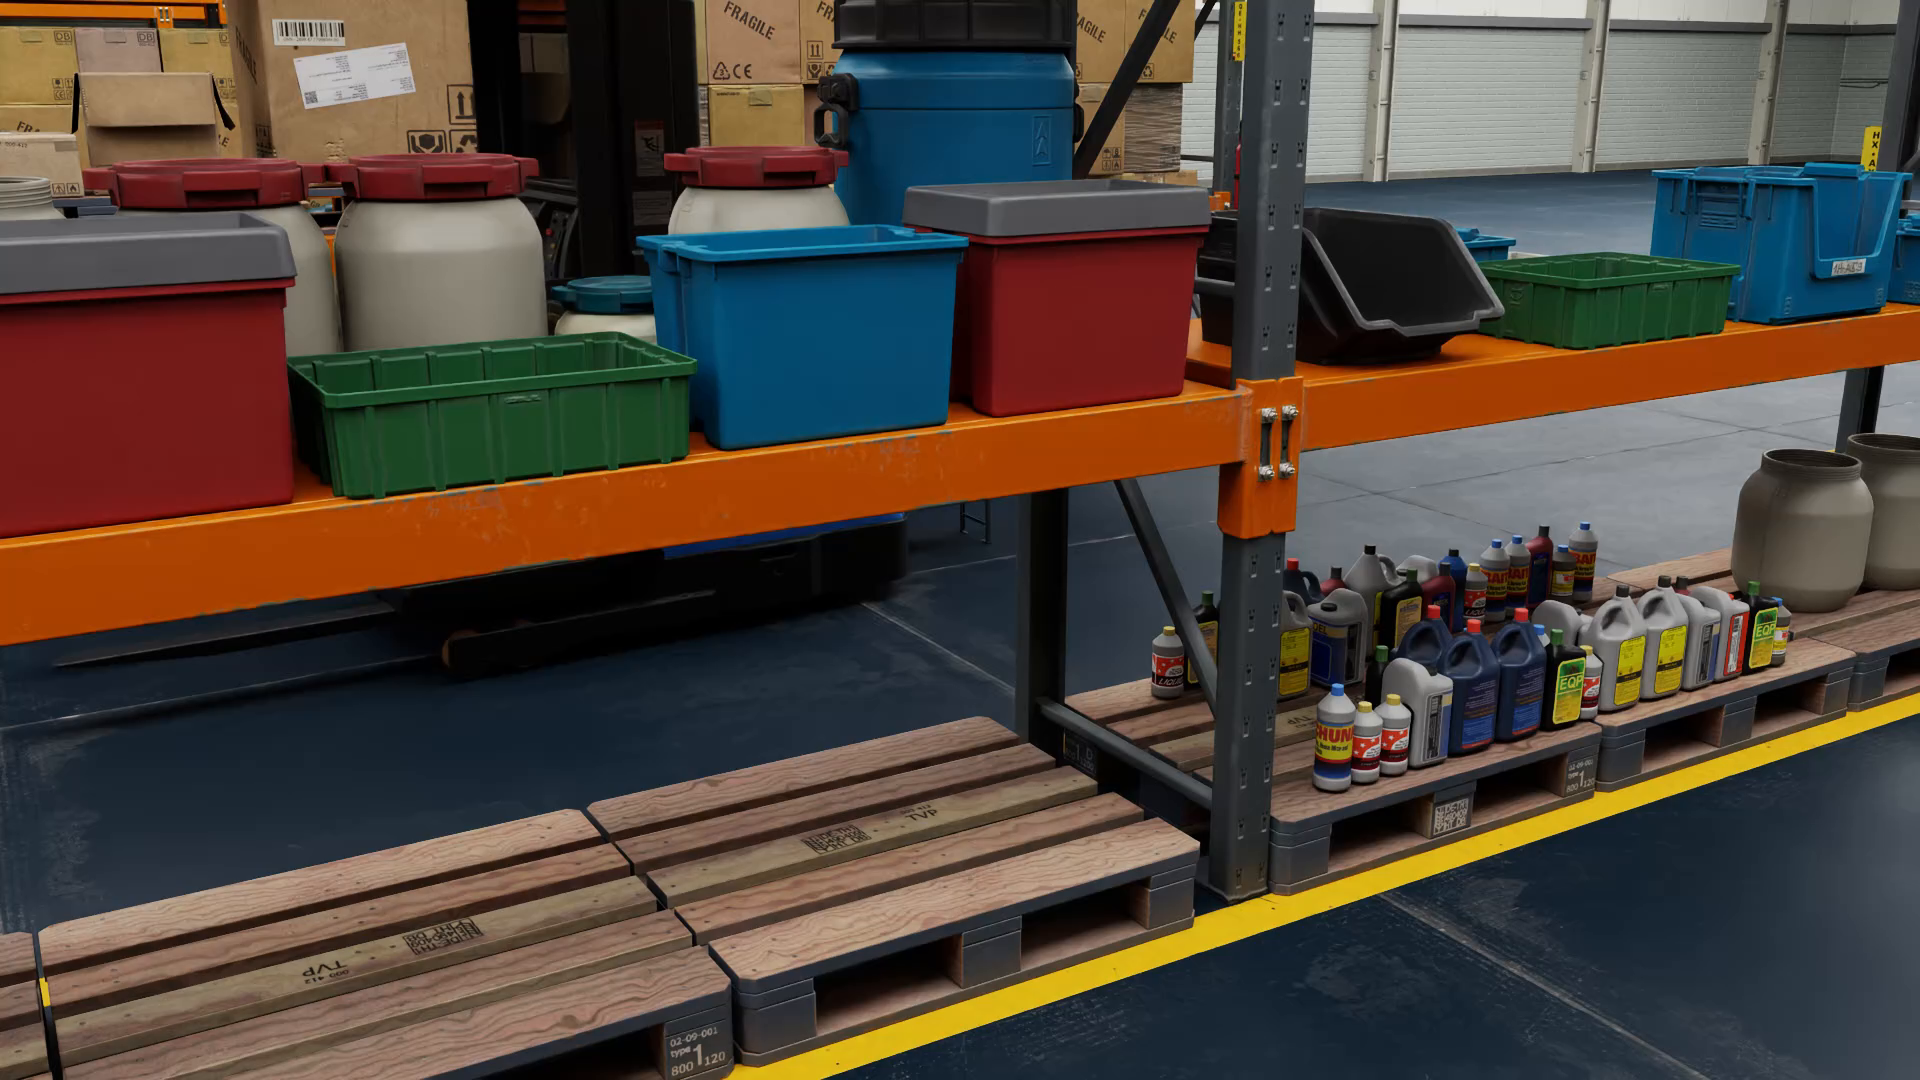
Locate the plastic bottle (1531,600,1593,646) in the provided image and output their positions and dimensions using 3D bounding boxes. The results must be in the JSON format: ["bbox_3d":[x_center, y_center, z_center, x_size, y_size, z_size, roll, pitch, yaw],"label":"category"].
[{"bbox_3d":[1.803,0.312,4.971,0.135,0.276,0.152,-9,18,-30],"label":"plastic bottle"}]

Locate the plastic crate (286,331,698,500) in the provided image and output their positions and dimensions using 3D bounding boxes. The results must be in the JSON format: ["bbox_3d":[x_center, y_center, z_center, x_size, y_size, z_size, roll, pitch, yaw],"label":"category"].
[{"bbox_3d":[-0.879,-0.246,3.123,0.662,0.188,0.450,-9,18,-30],"label":"plastic crate"}]

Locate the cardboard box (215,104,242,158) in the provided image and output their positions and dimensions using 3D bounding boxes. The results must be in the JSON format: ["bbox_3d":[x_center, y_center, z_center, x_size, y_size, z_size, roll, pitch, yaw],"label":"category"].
[{"bbox_3d":[-5.293,-2.807,11.679,0.500,0.500,0.500,-9,18,-30],"label":"cardboard box"}]

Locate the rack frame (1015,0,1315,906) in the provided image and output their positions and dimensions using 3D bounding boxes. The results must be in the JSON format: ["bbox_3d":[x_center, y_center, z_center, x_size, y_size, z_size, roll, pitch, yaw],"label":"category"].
[{"bbox_3d":[0.469,-0.655,4.191,0.127,3.000,1.000,-9,18,-30],"label":"rack frame"}]

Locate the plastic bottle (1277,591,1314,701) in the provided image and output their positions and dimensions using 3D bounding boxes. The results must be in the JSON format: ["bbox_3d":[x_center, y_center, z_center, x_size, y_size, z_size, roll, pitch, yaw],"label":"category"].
[{"bbox_3d":[0.947,0.285,4.927,0.185,0.351,0.144,-9,18,-30],"label":"plastic bottle"}]

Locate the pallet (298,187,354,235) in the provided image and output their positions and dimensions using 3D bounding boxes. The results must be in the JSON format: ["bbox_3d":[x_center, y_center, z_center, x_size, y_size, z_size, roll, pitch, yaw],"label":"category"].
[{"bbox_3d":[-2.812,-1.636,8.046,1.213,0.211,1.003,-9,18,-30],"label":"pallet"}]

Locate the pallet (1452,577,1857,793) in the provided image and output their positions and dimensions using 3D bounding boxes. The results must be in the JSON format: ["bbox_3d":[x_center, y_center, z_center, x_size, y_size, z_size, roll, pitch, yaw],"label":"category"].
[{"bbox_3d":[2.113,0.433,5.475,1.213,0.211,1.003,-9,18,-30],"label":"pallet"}]

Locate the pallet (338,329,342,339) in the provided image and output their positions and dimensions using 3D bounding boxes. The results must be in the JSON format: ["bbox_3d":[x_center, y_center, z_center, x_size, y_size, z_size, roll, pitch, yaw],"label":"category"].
[{"bbox_3d":[-5.172,-1.496,12.354,1.213,0.211,1.003,-9,18,-30],"label":"pallet"}]

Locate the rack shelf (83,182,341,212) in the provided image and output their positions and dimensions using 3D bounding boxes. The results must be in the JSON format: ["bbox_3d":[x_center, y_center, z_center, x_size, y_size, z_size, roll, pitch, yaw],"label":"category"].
[{"bbox_3d":[-6.264,-2.339,11.528,4.000,0.370,1.077,-9,18,-30],"label":"rack shelf"}]

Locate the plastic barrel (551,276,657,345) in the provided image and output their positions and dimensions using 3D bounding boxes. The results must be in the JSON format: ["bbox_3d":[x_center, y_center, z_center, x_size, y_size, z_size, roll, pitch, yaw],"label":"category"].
[{"bbox_3d":[-0.745,-0.440,3.680,0.301,0.262,0.301,0,16,0],"label":"plastic barrel"}]

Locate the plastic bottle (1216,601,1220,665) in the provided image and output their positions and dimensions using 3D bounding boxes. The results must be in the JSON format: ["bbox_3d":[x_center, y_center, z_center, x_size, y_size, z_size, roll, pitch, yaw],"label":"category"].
[{"bbox_3d":[0.872,0.252,5.046,0.185,0.351,0.144,-10,18,-31],"label":"plastic bottle"}]

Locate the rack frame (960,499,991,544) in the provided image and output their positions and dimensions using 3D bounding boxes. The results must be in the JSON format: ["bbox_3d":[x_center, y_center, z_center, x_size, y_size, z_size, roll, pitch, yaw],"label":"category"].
[{"bbox_3d":[0.067,-0.589,7.287,0.015,1.200,0.240,-9,18,-30],"label":"rack frame"}]

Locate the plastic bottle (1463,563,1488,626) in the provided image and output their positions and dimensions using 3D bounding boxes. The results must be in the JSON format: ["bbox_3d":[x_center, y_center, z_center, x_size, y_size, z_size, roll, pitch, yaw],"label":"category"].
[{"bbox_3d":[1.718,0.179,5.582,0.097,0.201,0.097,0,16,0],"label":"plastic bottle"}]

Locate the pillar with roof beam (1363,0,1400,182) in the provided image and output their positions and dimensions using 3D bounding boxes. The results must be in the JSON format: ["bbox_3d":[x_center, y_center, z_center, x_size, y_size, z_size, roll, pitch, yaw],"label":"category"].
[{"bbox_3d":[10.269,-10.305,27.498,0.400,9.000,9.100,-9,18,-30],"label":"pillar with roof beam"}]

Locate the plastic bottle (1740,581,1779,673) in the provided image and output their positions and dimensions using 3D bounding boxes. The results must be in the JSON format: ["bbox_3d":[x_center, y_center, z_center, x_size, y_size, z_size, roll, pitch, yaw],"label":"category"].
[{"bbox_3d":[2.458,0.262,5.136,0.133,0.283,0.061,-9,18,-28],"label":"plastic bottle"}]

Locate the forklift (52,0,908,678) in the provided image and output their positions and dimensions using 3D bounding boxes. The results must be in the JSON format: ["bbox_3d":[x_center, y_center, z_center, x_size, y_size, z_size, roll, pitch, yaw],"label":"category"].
[{"bbox_3d":[-1.725,-1.098,5.896,3.031,2.935,1.130,-10,18,-31],"label":"forklift"}]

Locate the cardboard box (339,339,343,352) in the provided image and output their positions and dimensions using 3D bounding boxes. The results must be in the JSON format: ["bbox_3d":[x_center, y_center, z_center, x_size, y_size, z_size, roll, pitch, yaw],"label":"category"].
[{"bbox_3d":[-3.038,-0.667,8.049,0.500,0.500,0.700,-9,18,-30],"label":"cardboard box"}]

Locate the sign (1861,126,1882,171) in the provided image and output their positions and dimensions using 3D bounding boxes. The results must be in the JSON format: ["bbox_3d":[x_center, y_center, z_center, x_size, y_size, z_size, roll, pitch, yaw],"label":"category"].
[{"bbox_3d":[3.618,-1.473,6.593,0.005,0.325,0.100,-9,18,-30],"label":"sign"}]

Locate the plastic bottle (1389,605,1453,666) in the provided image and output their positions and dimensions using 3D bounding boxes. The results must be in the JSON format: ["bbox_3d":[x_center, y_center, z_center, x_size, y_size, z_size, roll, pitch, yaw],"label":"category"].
[{"bbox_3d":[1.300,0.359,4.666,0.185,0.351,0.144,-9,18,-30],"label":"plastic bottle"}]

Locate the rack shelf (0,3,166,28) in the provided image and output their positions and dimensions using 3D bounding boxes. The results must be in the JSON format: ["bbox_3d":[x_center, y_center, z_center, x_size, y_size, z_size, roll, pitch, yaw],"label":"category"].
[{"bbox_3d":[-11.460,-6.062,19.254,4.000,0.370,1.077,-9,18,-30],"label":"rack shelf"}]

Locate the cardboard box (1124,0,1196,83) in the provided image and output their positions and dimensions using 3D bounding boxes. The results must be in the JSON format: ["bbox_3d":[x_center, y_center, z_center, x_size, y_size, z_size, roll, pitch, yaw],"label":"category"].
[{"bbox_3d":[1.003,-2.897,9.597,0.500,0.500,0.500,-9,18,-30],"label":"cardboard box"}]

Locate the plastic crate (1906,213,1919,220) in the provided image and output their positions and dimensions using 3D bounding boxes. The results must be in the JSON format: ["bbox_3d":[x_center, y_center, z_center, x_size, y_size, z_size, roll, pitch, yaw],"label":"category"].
[{"bbox_3d":[3.623,-1.001,5.699,0.616,0.251,0.499,-9,18,-30],"label":"plastic crate"}]

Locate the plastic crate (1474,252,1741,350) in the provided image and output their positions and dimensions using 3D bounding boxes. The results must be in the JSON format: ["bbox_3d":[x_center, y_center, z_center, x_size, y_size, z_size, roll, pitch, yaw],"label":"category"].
[{"bbox_3d":[1.778,-0.677,4.659,0.662,0.188,0.450,-9,18,-30],"label":"plastic crate"}]

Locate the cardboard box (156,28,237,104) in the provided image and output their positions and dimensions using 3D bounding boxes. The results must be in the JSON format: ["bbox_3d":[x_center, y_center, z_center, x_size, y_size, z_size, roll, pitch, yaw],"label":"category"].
[{"bbox_3d":[-5.412,-3.350,11.766,0.500,0.500,0.700,-10,18,-31],"label":"cardboard box"}]

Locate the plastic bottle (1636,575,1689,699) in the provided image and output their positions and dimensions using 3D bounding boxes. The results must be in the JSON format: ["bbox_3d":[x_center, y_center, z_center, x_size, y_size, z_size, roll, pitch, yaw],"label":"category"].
[{"bbox_3d":[2.060,0.281,4.943,0.185,0.351,0.144,-8,18,-27],"label":"plastic bottle"}]

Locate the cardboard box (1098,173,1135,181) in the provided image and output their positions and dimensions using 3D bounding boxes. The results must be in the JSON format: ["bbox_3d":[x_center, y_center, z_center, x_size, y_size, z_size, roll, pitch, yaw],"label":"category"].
[{"bbox_3d":[0.806,-2.068,9.695,0.250,0.149,0.380,-9,18,-30],"label":"cardboard box"}]

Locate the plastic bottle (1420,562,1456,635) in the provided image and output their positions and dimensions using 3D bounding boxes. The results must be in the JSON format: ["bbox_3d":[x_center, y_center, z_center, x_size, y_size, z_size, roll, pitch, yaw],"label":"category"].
[{"bbox_3d":[1.510,0.216,5.300,0.133,0.283,0.061,-9,18,-30],"label":"plastic bottle"}]

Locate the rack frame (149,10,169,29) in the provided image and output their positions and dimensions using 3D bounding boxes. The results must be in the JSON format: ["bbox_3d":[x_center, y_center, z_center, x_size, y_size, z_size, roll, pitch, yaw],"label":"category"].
[{"bbox_3d":[-9.745,-5.242,20.553,0.127,3.000,1.000,-9,18,-30],"label":"rack frame"}]

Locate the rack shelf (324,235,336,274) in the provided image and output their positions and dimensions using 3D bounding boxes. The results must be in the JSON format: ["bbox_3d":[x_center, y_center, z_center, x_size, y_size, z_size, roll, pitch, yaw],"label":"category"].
[{"bbox_3d":[-3.796,-1.177,7.384,4.000,0.370,1.077,-9,18,-30],"label":"rack shelf"}]

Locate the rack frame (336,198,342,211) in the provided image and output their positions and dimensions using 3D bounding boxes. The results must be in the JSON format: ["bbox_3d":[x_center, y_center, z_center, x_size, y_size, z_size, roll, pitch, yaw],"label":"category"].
[{"bbox_3d":[-4.550,-2.963,12.423,0.127,3.000,1.000,-9,18,-30],"label":"rack frame"}]

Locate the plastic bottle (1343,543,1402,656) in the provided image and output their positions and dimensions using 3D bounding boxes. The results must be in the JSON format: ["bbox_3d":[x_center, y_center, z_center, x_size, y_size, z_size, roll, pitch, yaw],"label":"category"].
[{"bbox_3d":[1.314,0.180,5.301,0.185,0.351,0.144,-9,18,-30],"label":"plastic bottle"}]

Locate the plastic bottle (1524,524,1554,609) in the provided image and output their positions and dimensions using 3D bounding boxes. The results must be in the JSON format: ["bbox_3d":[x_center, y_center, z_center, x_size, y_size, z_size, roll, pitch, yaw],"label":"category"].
[{"bbox_3d":[1.979,0.092,5.742,0.133,0.283,0.061,-9,18,-29],"label":"plastic bottle"}]

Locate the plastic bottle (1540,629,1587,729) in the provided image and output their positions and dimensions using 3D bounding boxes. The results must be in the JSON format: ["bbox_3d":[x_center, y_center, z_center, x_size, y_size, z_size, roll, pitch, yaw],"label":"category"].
[{"bbox_3d":[1.699,0.385,4.697,0.133,0.283,0.061,-8,18,-27],"label":"plastic bottle"}]

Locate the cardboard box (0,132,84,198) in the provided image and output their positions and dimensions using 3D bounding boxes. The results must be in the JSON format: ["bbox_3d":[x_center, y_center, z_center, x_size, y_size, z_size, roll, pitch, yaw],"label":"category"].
[{"bbox_3d":[-3.956,-1.555,6.900,0.500,0.250,0.500,-10,18,-31],"label":"cardboard box"}]

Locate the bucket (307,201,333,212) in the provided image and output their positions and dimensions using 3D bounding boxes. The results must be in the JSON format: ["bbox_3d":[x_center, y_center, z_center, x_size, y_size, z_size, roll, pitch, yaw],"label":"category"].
[{"bbox_3d":[-5.621,-2.671,14.630,0.620,0.611,0.726,-13,17,-8],"label":"bucket"}]

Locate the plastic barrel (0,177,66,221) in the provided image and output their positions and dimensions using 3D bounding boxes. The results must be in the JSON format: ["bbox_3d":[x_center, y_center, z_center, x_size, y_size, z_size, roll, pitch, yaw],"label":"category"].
[{"bbox_3d":[-1.827,-0.404,3.087,0.421,0.512,0.421,0,16,0],"label":"plastic barrel"}]

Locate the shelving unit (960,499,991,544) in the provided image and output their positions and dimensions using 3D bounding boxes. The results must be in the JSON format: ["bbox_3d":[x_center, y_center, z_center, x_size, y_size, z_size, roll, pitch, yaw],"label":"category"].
[{"bbox_3d":[-0.142,-0.555,7.166,0.503,1.200,0.258,-9,18,-30],"label":"shelving unit"}]

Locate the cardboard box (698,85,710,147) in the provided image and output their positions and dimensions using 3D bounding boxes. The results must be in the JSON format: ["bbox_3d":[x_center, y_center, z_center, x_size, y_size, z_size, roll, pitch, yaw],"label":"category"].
[{"bbox_3d":[-1.664,-2.041,8.397,0.500,0.500,0.875,-9,18,-30],"label":"cardboard box"}]

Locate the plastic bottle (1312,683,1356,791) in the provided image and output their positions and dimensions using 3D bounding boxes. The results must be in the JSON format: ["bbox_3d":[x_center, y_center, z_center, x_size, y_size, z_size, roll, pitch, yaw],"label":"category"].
[{"bbox_3d":[0.968,0.504,4.296,0.097,0.271,0.097,0,16,0],"label":"plastic bottle"}]

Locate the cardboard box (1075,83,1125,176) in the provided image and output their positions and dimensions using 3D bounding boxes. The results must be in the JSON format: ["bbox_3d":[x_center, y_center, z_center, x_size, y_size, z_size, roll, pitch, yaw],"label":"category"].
[{"bbox_3d":[0.494,-2.381,9.612,0.500,0.500,0.875,-9,18,-30],"label":"cardboard box"}]

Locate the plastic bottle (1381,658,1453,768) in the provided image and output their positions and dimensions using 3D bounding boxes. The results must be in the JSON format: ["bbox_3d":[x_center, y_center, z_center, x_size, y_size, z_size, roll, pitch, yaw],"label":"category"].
[{"bbox_3d":[1.231,0.450,4.478,0.135,0.276,0.152,-8,18,-28],"label":"plastic bottle"}]

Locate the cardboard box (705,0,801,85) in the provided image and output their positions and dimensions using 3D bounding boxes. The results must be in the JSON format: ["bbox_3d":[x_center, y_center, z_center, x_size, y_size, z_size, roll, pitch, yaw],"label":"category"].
[{"bbox_3d":[-1.138,-2.548,8.353,0.500,0.500,0.500,-9,18,-30],"label":"cardboard box"}]
